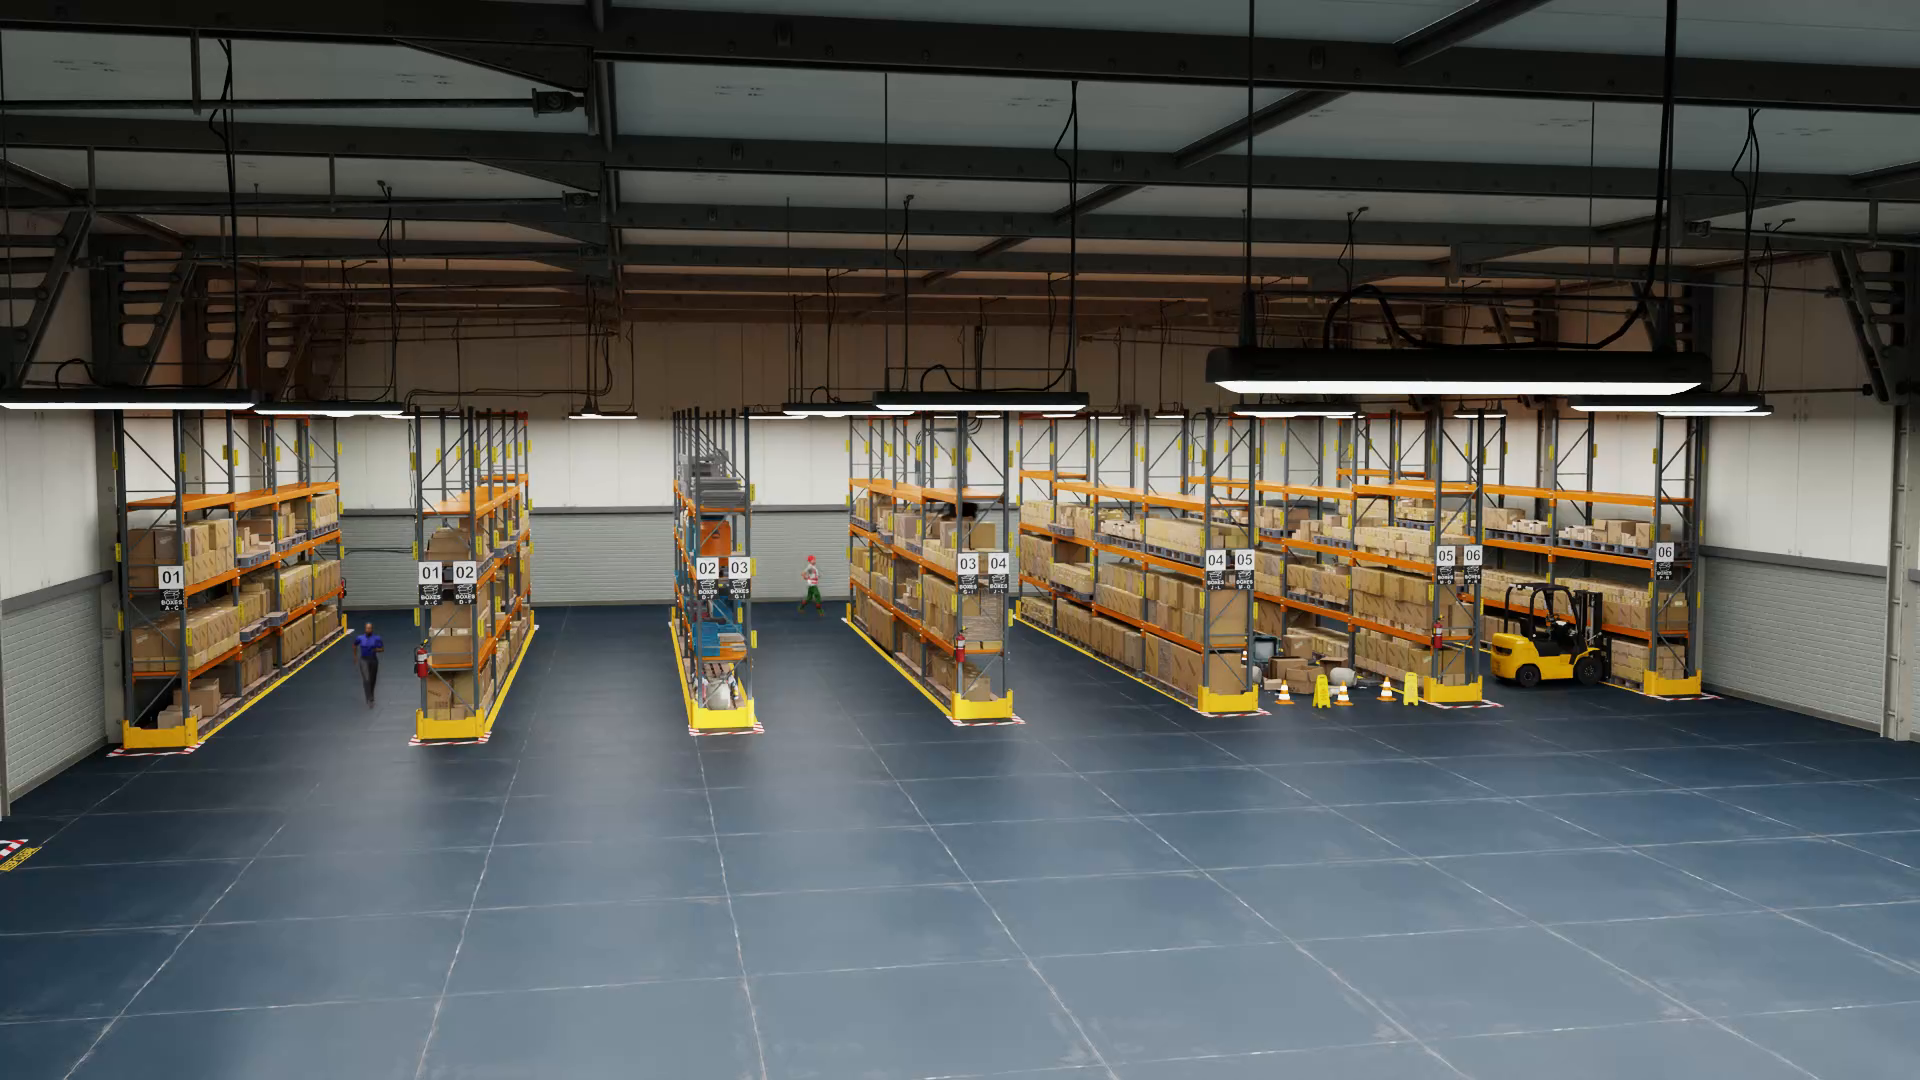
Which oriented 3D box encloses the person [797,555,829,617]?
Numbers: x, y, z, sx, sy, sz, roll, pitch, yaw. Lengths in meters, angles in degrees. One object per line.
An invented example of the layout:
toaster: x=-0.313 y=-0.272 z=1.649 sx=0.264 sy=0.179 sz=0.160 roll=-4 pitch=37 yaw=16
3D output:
person: x=-4.315 y=1.347 z=48.627 sx=0.945 sy=1.801 sz=0.658 roll=0 pitch=4 yaw=-2

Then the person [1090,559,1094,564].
person: x=3.907 y=1.418 z=48.538 sx=0.568 sy=1.721 sz=0.913 roll=-3 pitch=5 yaw=-37

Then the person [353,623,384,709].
person: x=-11.891 y=2.503 z=33.478 sx=0.559 sy=1.668 sz=0.870 roll=-2 pitch=5 yaw=-28

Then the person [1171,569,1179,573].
person: x=6.654 y=1.238 z=51.009 sx=0.580 sy=1.717 sz=0.699 roll=-2 pitch=4 yaw=-23
